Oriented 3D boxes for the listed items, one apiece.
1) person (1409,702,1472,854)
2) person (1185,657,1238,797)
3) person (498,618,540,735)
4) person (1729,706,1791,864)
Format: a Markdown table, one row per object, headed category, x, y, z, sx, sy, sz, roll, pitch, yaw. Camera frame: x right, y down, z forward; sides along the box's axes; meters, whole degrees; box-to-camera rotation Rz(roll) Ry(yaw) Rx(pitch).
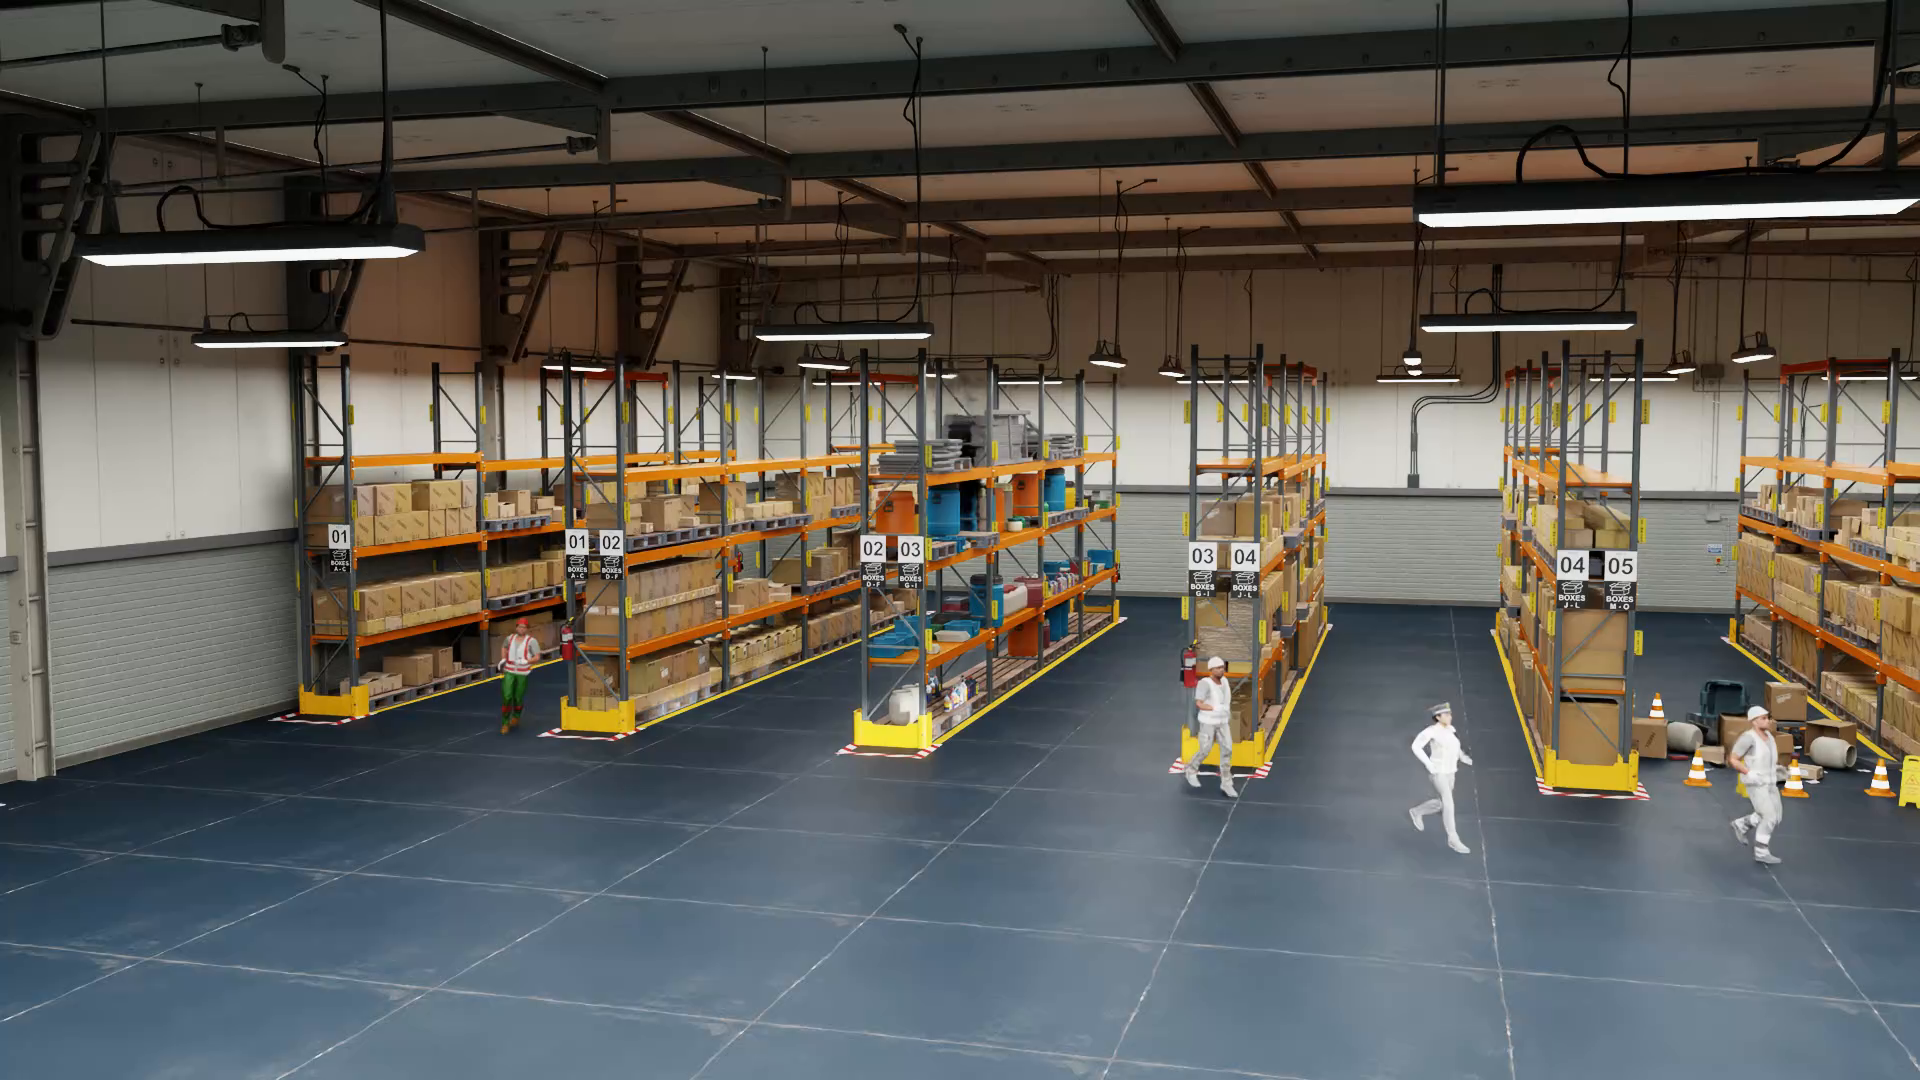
| category | x | y | z | sx | sy | sz | roll | pitch | yaw |
| --- | --- | --- | --- | --- | --- | --- | --- | --- | --- |
| person | 5.571 | 2.718 | 19.330 | 0.618 | 1.702 | 0.893 | -3 | 5 | -36 |
| person | 3.353 | 2.461 | 22.068 | 0.705 | 1.846 | 0.818 | -3 | 5 | -36 |
| person | -6.999 | 2.138 | 26.428 | 0.669 | 1.809 | 0.815 | 0 | 4 | -6 |
| person | 8.949 | 2.731 | 18.700 | 0.658 | 1.741 | 0.687 | -2 | 5 | -29 |
